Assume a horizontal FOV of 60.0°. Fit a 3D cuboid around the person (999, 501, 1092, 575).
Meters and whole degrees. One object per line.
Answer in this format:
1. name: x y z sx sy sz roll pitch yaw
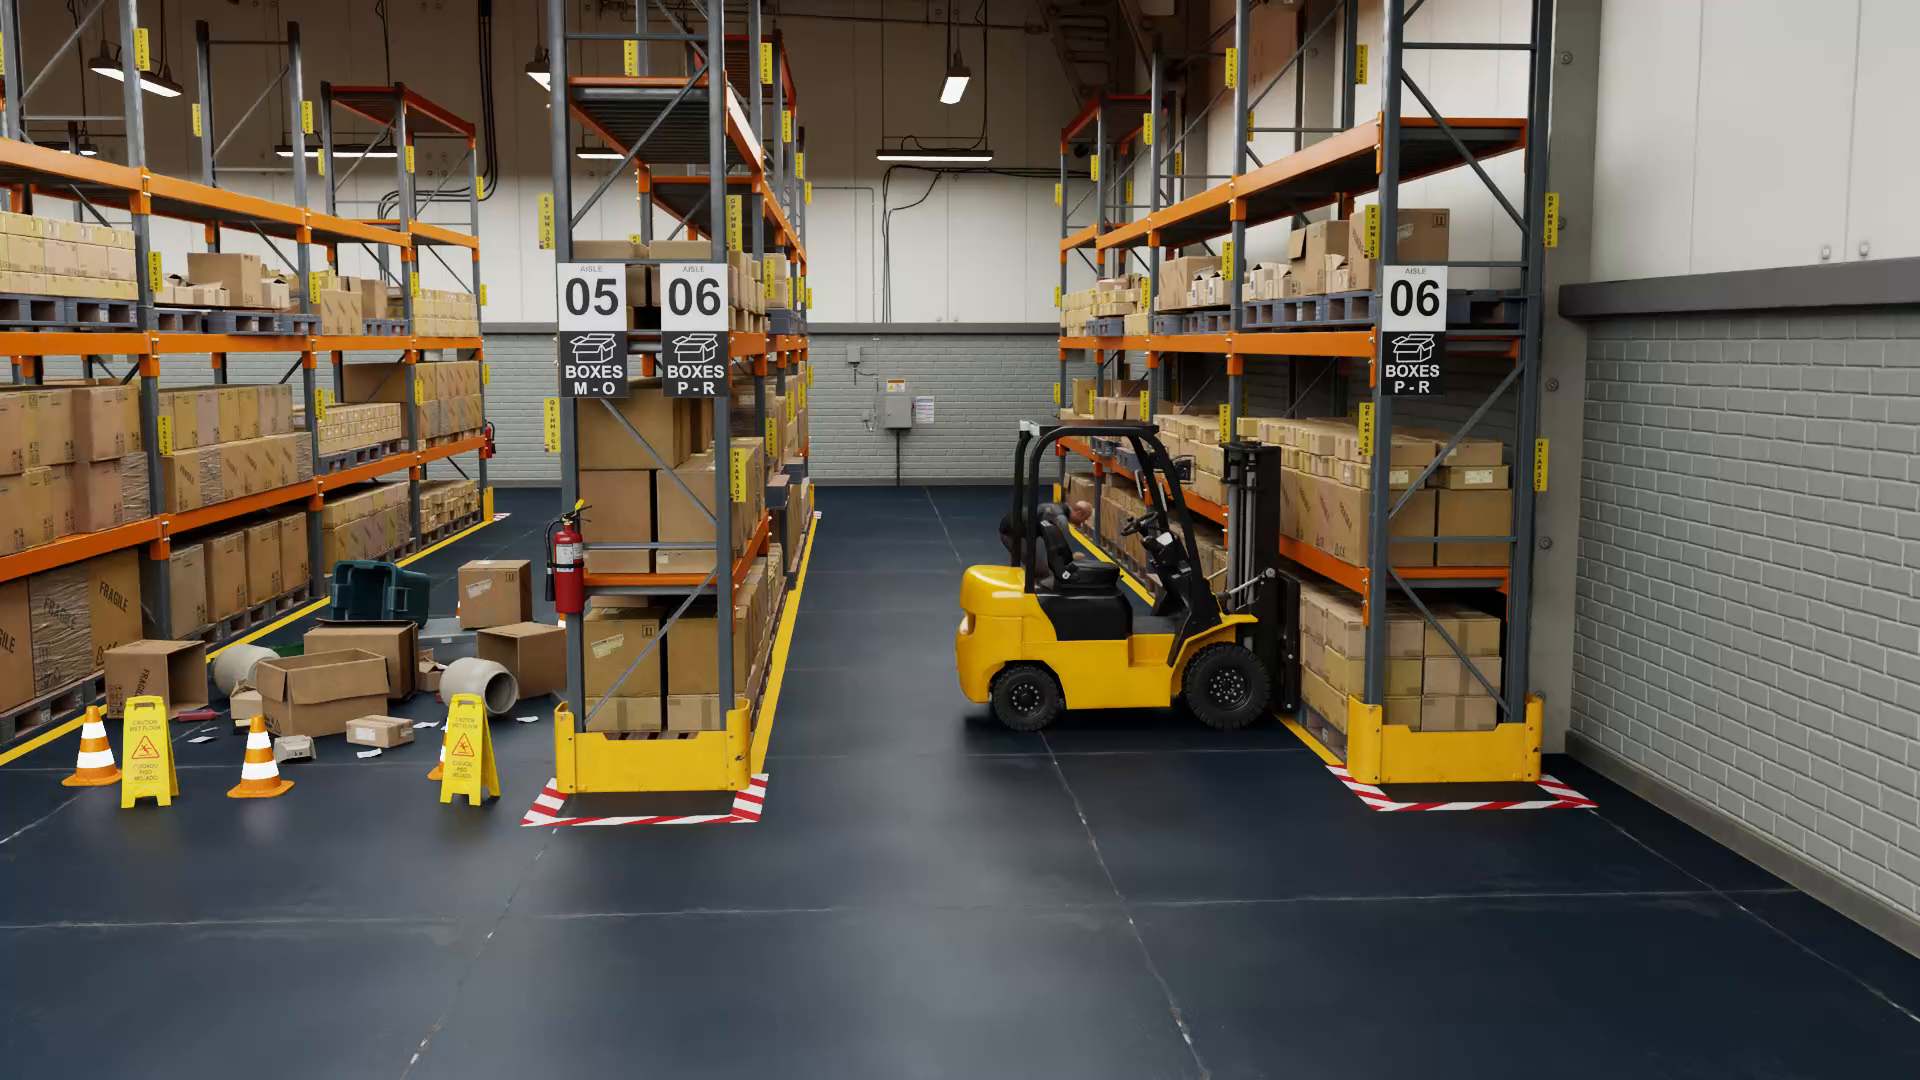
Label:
1. person: 0.865 0.181 16.802 0.940 1.138 0.487 -1 7 -6
